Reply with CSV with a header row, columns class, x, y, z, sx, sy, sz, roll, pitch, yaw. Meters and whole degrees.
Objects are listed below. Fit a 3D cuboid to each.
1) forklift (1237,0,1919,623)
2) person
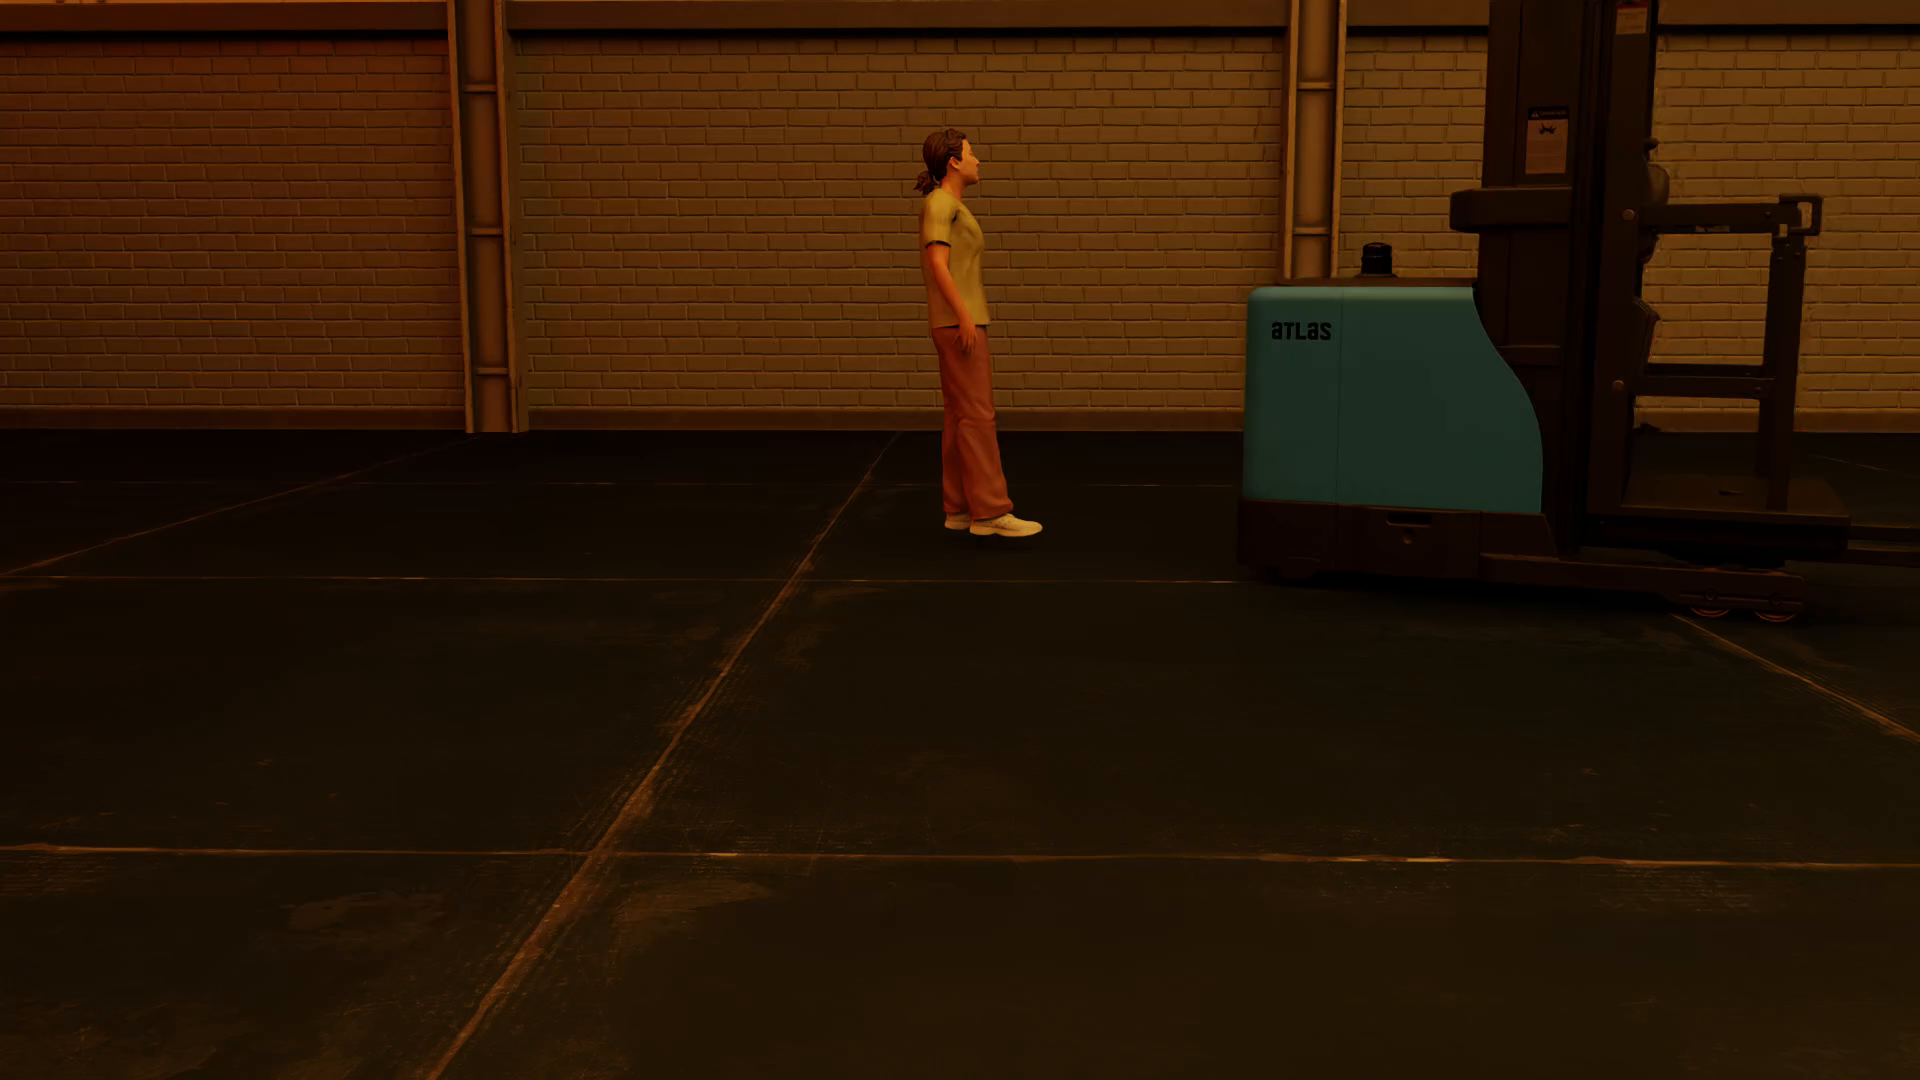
class,x,y,z,sx,sy,sz,roll,pitch,yaw
forklift,2.587,-1.273,5.751,3.031,2.935,1.130,4,9,23
person,0.073,-0.873,6.981,0.548,1.675,0.554,0,9,1
